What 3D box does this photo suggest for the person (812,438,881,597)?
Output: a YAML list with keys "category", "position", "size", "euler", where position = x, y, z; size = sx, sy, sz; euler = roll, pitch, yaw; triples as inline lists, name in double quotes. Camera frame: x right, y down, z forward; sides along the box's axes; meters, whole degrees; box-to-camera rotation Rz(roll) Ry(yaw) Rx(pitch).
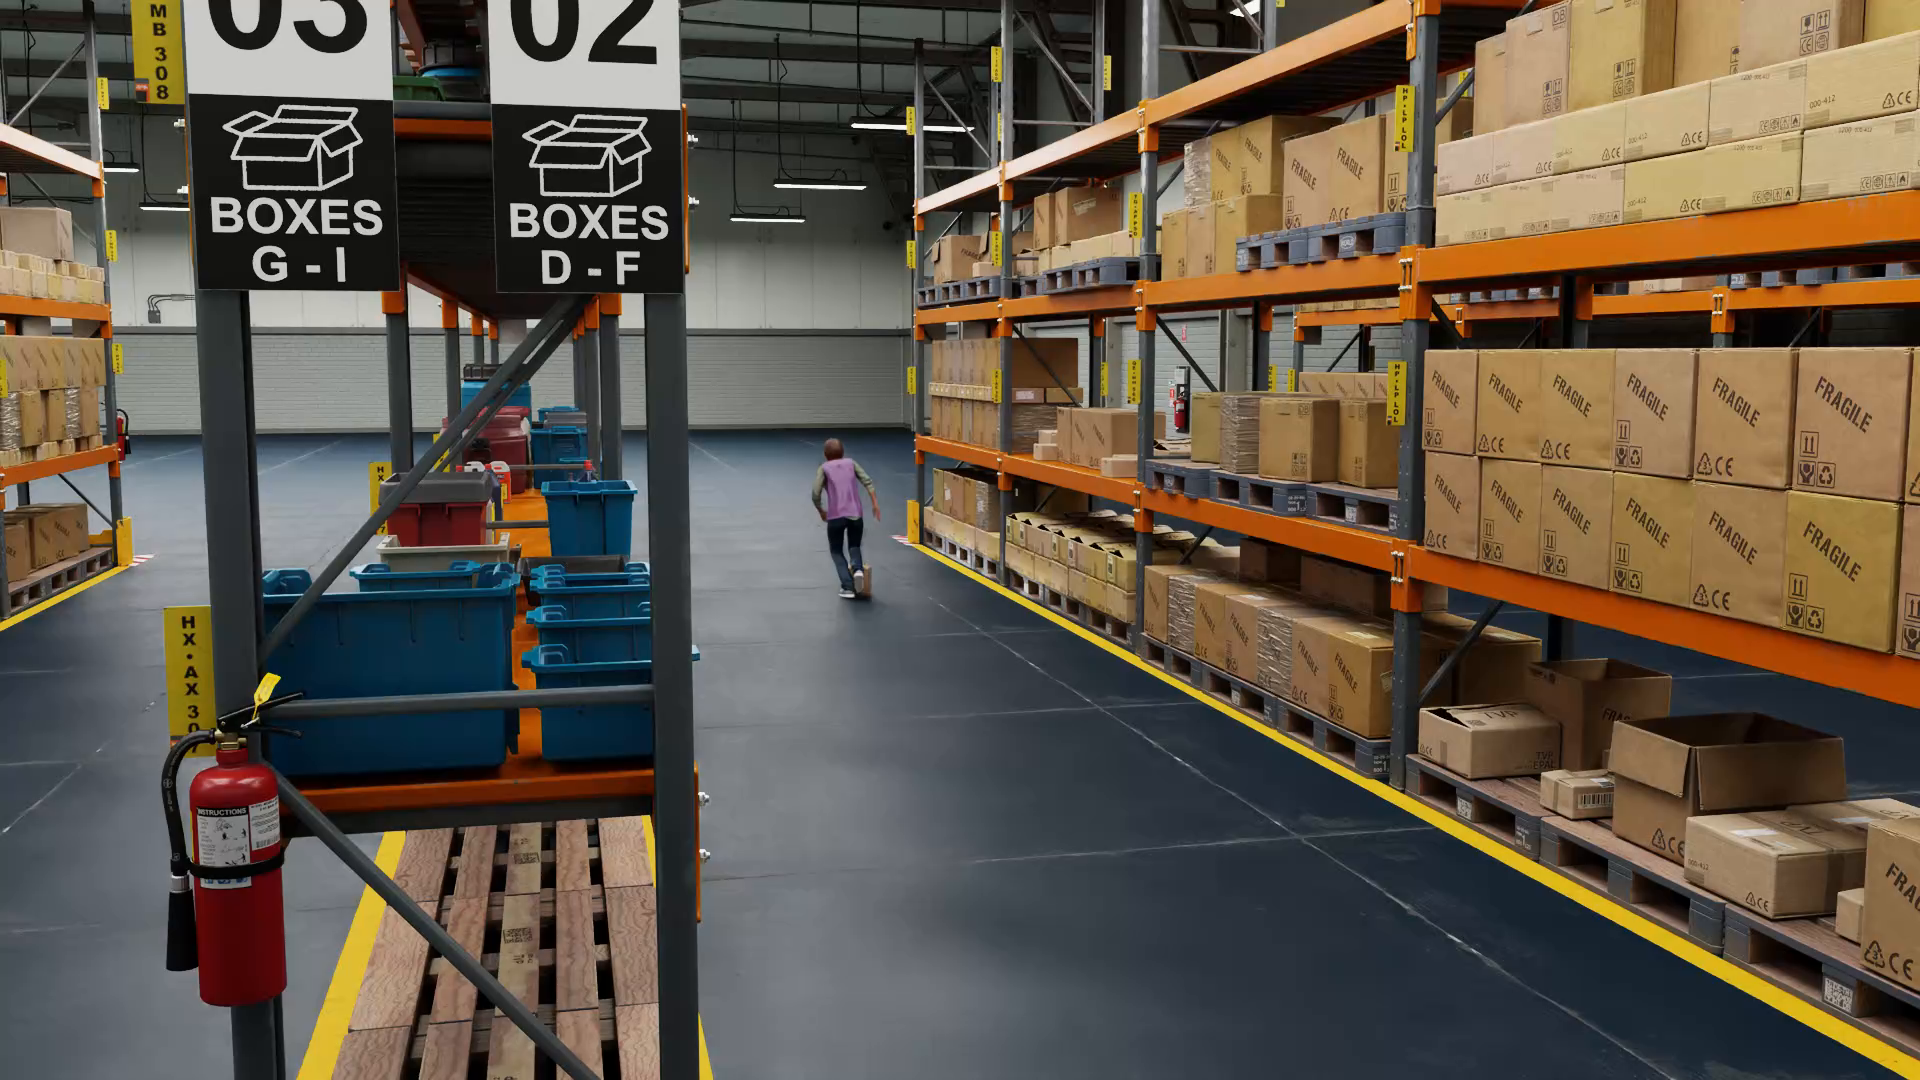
- category: "person"
  position: [-1.080, -0.209, 15.691]
  size: [0.609, 1.495, 0.579]
  euler: [-2, 7, -20]
